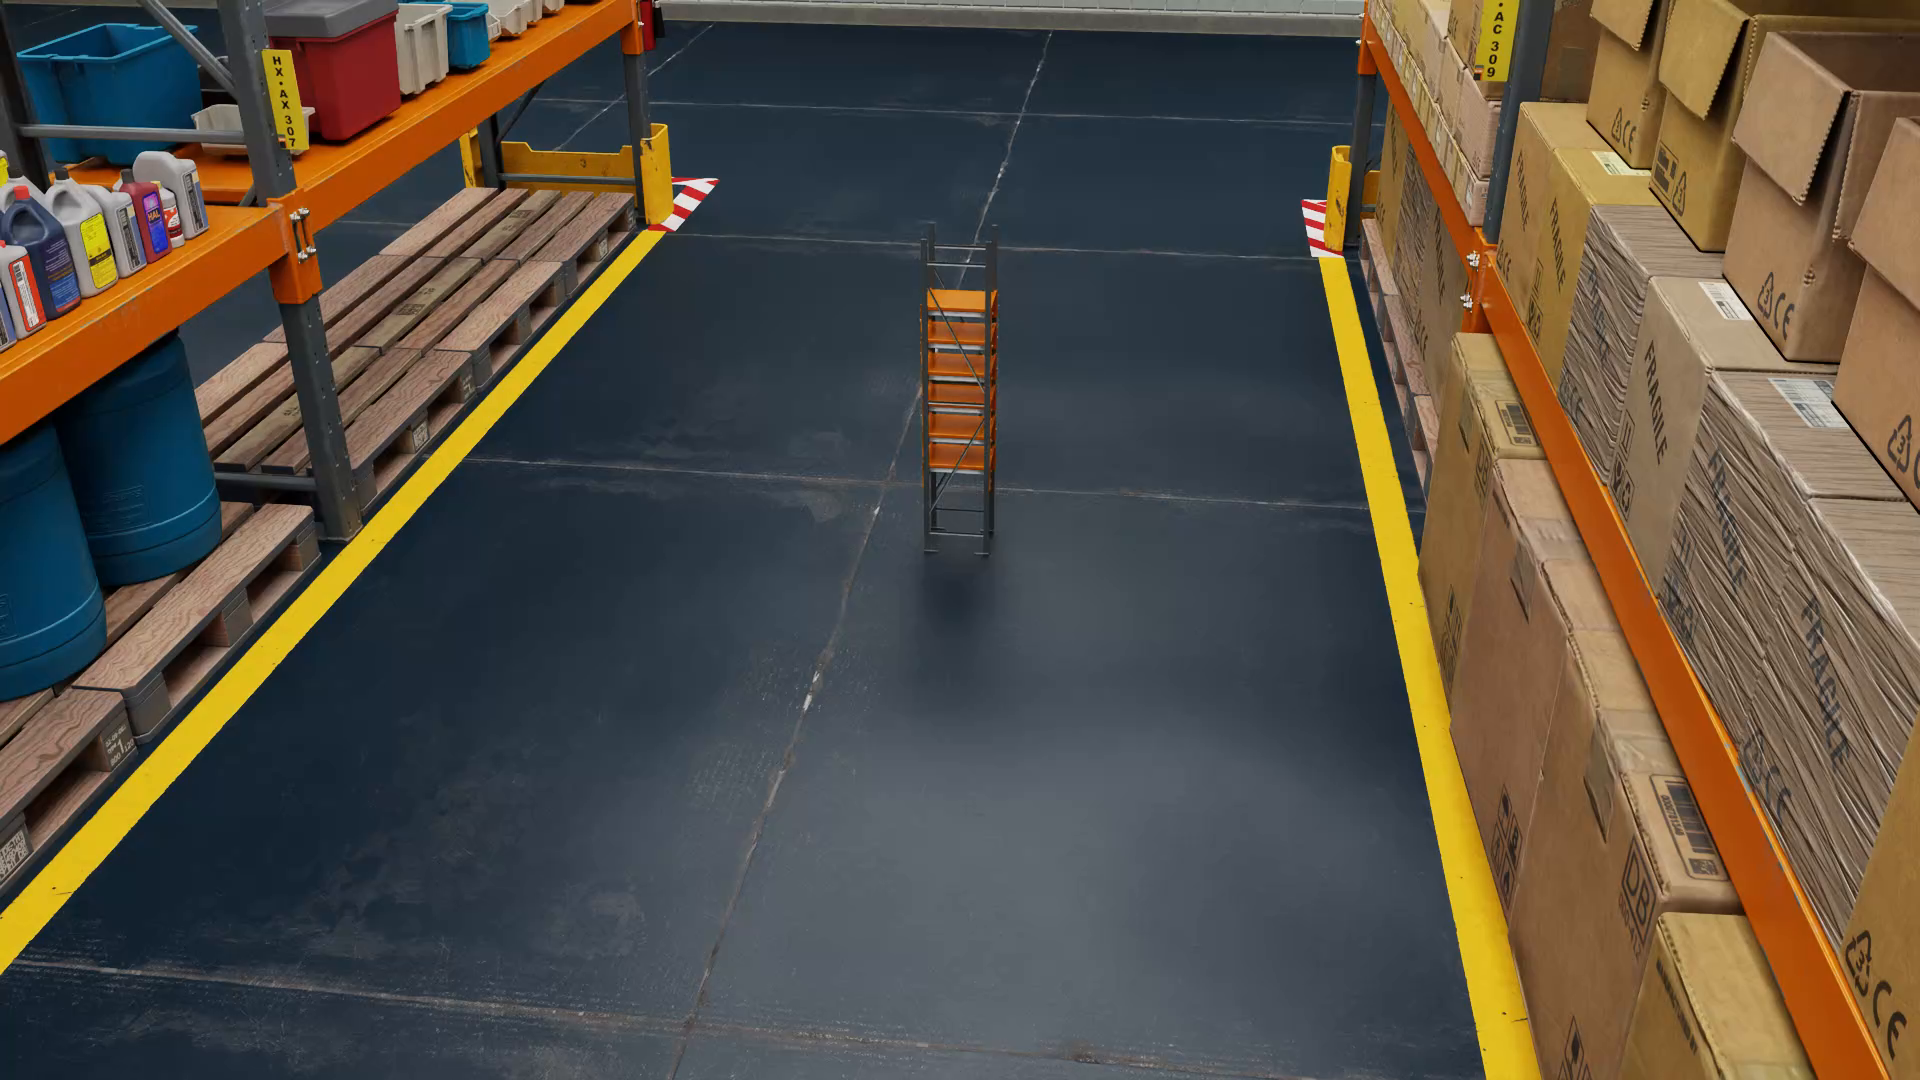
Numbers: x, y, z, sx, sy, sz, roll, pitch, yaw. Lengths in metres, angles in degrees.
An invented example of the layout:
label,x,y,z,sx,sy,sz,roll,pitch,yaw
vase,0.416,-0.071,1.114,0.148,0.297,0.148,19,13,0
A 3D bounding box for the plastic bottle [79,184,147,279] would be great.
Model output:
label,x,y,z,sx,sy,sz,roll,pitch,yaw
plastic bottle,-2.545,-0.932,4.949,0.152,0.276,0.135,3,28,6

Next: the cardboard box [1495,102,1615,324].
label,x,y,z,sx,sy,sz,roll,pitch,yaw
cardboard box,1.838,-0.917,4.685,0.500,0.500,0.500,3,29,6

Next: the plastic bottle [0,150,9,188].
label,x,y,z,sx,sy,sz,roll,pitch,yaw
plastic bottle,-3.143,-1.176,5.322,0.144,0.351,0.185,3,28,6

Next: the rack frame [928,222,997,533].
label,x,y,z,sx,sy,sz,roll,pitch,yaw
rack frame,0.009,-0.564,6.033,0.240,1.200,0.006,3,28,6

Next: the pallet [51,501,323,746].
label,x,y,z,sx,sy,sz,roll,pitch,yaw
pallet,-2.909,0.225,5.610,1.003,0.211,1.213,3,28,6

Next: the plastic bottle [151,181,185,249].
label,x,y,z,sx,sy,sz,roll,pitch,yaw
plastic bottle,-2.488,-1.015,5.182,0.097,0.201,0.097,0,28,0

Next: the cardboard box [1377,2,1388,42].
label,x,y,z,sx,sy,sz,roll,pitch,yaw
cardboard box,2.200,-2.458,7.916,0.380,0.149,0.250,3,28,5

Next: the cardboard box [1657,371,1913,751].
label,x,y,z,sx,sy,sz,roll,pitch,yaw
cardboard box,1.594,0.038,2.912,0.500,0.500,0.500,2,28,5

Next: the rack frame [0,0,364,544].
label,x,y,z,sx,sy,sz,roll,pitch,yaw
rack frame,-2.773,-1.363,5.618,1.000,3.000,0.127,3,28,6

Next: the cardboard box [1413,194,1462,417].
label,x,y,z,sx,sy,sz,roll,pitch,yaw
cardboard box,2.413,-1.055,6.842,0.875,0.875,0.875,3,28,6

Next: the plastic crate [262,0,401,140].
label,x,y,z,sx,sy,sz,roll,pitch,yaw
plastic crate,-2.415,-1.824,6.342,0.402,0.464,0.583,3,28,6

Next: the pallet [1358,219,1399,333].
label,x,y,z,sx,sy,sz,roll,pitch,yaw
pallet,2.612,-1.350,8.533,1.003,0.211,1.213,3,28,6

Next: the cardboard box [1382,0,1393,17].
label,x,y,z,sx,sy,sz,roll,pitch,yaw
cardboard box,2.249,-2.568,7.698,0.500,0.250,0.500,3,28,6

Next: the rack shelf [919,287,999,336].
label,x,y,z,sx,sy,sz,roll,pitch,yaw
rack shelf,-0.002,-0.799,5.803,0.258,0.103,0.180,3,28,6

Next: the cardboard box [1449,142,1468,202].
label,x,y,z,sx,sy,sz,roll,pitch,yaw
cardboard box,1.886,-1.249,5.670,0.380,0.149,0.250,4,29,7

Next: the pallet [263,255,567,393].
label,x,y,z,sx,sy,sz,roll,pitch,yaw
pallet,-2.575,-1.060,7.995,1.003,0.211,1.213,3,28,6

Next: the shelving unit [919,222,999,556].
label,x,y,z,sx,sy,sz,roll,pitch,yaw
shelving unit,-0.002,-0.521,5.953,0.258,1.200,0.189,3,28,6

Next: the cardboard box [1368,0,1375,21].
label,x,y,z,sx,sy,sz,roll,pitch,yaw
cardboard box,2.261,-2.700,8.364,0.380,0.149,0.250,4,29,7

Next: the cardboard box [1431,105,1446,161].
label,x,y,z,sx,sy,sz,roll,pitch,yaw
cardboard box,1.949,-1.491,6.119,0.380,0.149,0.250,4,29,7

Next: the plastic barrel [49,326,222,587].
label,x,y,z,sx,sy,sz,roll,pitch,yaw
plastic barrel,-2.857,-0.369,5.543,0.600,0.901,0.708,3,28,6

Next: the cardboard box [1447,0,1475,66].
label,x,y,z,sx,sy,sz,roll,pitch,yaw
cardboard box,1.999,-1.938,5.739,0.500,0.500,0.500,4,29,7

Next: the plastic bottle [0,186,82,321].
label,x,y,z,sx,sy,sz,roll,pitch,yaw
plastic bottle,-2.584,-0.803,4.630,0.144,0.351,0.185,3,28,6

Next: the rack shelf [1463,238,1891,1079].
label,x,y,z,sx,sy,sz,roll,pitch,yaw
rack shelf,1.897,0.183,3.507,1.077,0.370,4.000,3,28,6

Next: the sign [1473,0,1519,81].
label,x,y,z,sx,sy,sz,roll,pitch,yaw
sign,1.591,-1.523,4.918,0.100,0.325,0.005,3,28,6

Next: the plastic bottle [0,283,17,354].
label,x,y,z,sx,sy,sz,roll,pitch,yaw
plastic bottle,-2.624,-0.632,4.391,0.152,0.276,0.135,3,28,6

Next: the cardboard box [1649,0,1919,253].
label,x,y,z,sx,sy,sz,roll,pitch,yaw
cardboard box,1.977,-0.938,3.665,0.797,0.503,0.637,4,29,7

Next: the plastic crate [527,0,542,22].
label,x,y,z,sx,sy,sz,roll,pitch,yaw
plastic crate,-2.253,-2.627,8.177,0.396,0.136,0.243,3,28,6

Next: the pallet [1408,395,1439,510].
label,x,y,z,sx,sy,sz,roll,pitch,yaw
pallet,2.313,-0.201,6.401,1.003,0.211,1.213,3,28,6

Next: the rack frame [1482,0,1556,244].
label,x,y,z,sx,sy,sz,roll,pitch,yaw
rack frame,2.142,-1.075,5.084,1.000,3.000,0.127,3,28,6

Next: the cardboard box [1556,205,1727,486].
label,x,y,z,sx,sy,sz,roll,pitch,yaw
cardboard box,1.715,-0.445,3.808,0.500,0.500,0.500,3,28,5

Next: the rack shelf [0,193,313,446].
label,x,y,z,sx,sy,sz,roll,pitch,yaw
rack shelf,-3.018,-0.105,4.041,1.077,0.370,4.000,3,28,6

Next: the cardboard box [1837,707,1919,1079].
label,x,y,z,sx,sy,sz,roll,pitch,yaw
cardboard box,1.467,0.517,2.023,0.500,0.500,0.500,4,29,8

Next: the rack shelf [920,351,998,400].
label,x,y,z,sx,sy,sz,roll,pitch,yaw
rack shelf,-0.002,-0.588,5.917,0.258,0.103,0.180,3,28,6

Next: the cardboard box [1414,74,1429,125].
label,x,y,z,sx,sy,sz,roll,pitch,yaw
cardboard box,2.012,-1.732,6.568,0.380,0.149,0.250,3,28,5

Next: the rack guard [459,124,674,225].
label,x,y,z,sx,sy,sz,roll,pitch,yaw
rack guard,-2.293,-2.158,9.728,1.175,0.500,0.348,3,28,6

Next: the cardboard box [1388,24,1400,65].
label,x,y,z,sx,sy,sz,roll,pitch,yaw
cardboard box,2.137,-2.216,7.466,0.380,0.149,0.250,3,28,5

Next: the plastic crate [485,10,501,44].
label,x,y,z,sx,sy,sz,roll,pitch,yaw
plastic crate,-2.281,-2.354,7.671,0.298,0.136,0.250,3,28,6

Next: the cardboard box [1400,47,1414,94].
label,x,y,z,sx,sy,sz,roll,pitch,yaw
cardboard box,2.074,-1.976,7.020,0.380,0.149,0.250,3,28,5

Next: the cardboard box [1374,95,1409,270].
label,x,y,z,sx,sy,sz,roll,pitch,yaw
cardboard box,2.633,-1.902,8.415,0.875,0.875,0.875,3,28,6

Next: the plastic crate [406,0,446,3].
label,x,y,z,sx,sy,sz,roll,pitch,yaw
plastic crate,-2.721,-2.792,8.383,0.416,0.233,0.300,3,28,6

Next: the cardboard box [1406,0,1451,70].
label,x,y,z,sx,sy,sz,roll,pitch,yaw
cardboard box,2.125,-2.086,6.803,0.500,0.250,0.500,3,28,5

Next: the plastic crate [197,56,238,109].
label,x,y,z,sx,sy,sz,roll,pitch,yaw
plastic crate,-2.903,-1.811,6.676,0.437,0.125,0.590,3,28,6

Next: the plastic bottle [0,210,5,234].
label,x,y,z,sx,sy,sz,roll,pitch,yaw
plastic bottle,-2.727,-0.811,4.645,0.144,0.351,0.185,3,28,6

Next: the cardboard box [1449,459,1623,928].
label,x,y,z,sx,sy,sz,roll,pitch,yaw
cardboard box,1.975,0.398,4.146,1.225,0.875,0.875,2,28,4

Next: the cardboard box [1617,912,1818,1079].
label,x,y,z,sx,sy,sz,roll,pitch,yaw
cardboard box,1.757,1.234,2.594,1.225,0.875,0.875,2,28,4

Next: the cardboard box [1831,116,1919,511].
label,x,y,z,sx,sy,sz,roll,pitch,yaw
cardboard box,1.841,-0.328,2.533,0.797,0.503,0.637,4,29,7

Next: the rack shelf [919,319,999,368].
label,x,y,z,sx,sy,sz,roll,pitch,yaw
rack shelf,-0.002,-0.694,5.860,0.258,0.103,0.180,3,28,6

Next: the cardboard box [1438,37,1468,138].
label,x,y,z,sx,sy,sz,roll,pitch,yaw
cardboard box,1.997,-1.607,5.915,0.500,0.250,0.500,4,29,8

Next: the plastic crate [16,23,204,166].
label,x,y,z,sx,sy,sz,roll,pitch,yaw
plastic crate,-3.055,-1.622,6.052,0.392,0.384,0.575,3,28,6
